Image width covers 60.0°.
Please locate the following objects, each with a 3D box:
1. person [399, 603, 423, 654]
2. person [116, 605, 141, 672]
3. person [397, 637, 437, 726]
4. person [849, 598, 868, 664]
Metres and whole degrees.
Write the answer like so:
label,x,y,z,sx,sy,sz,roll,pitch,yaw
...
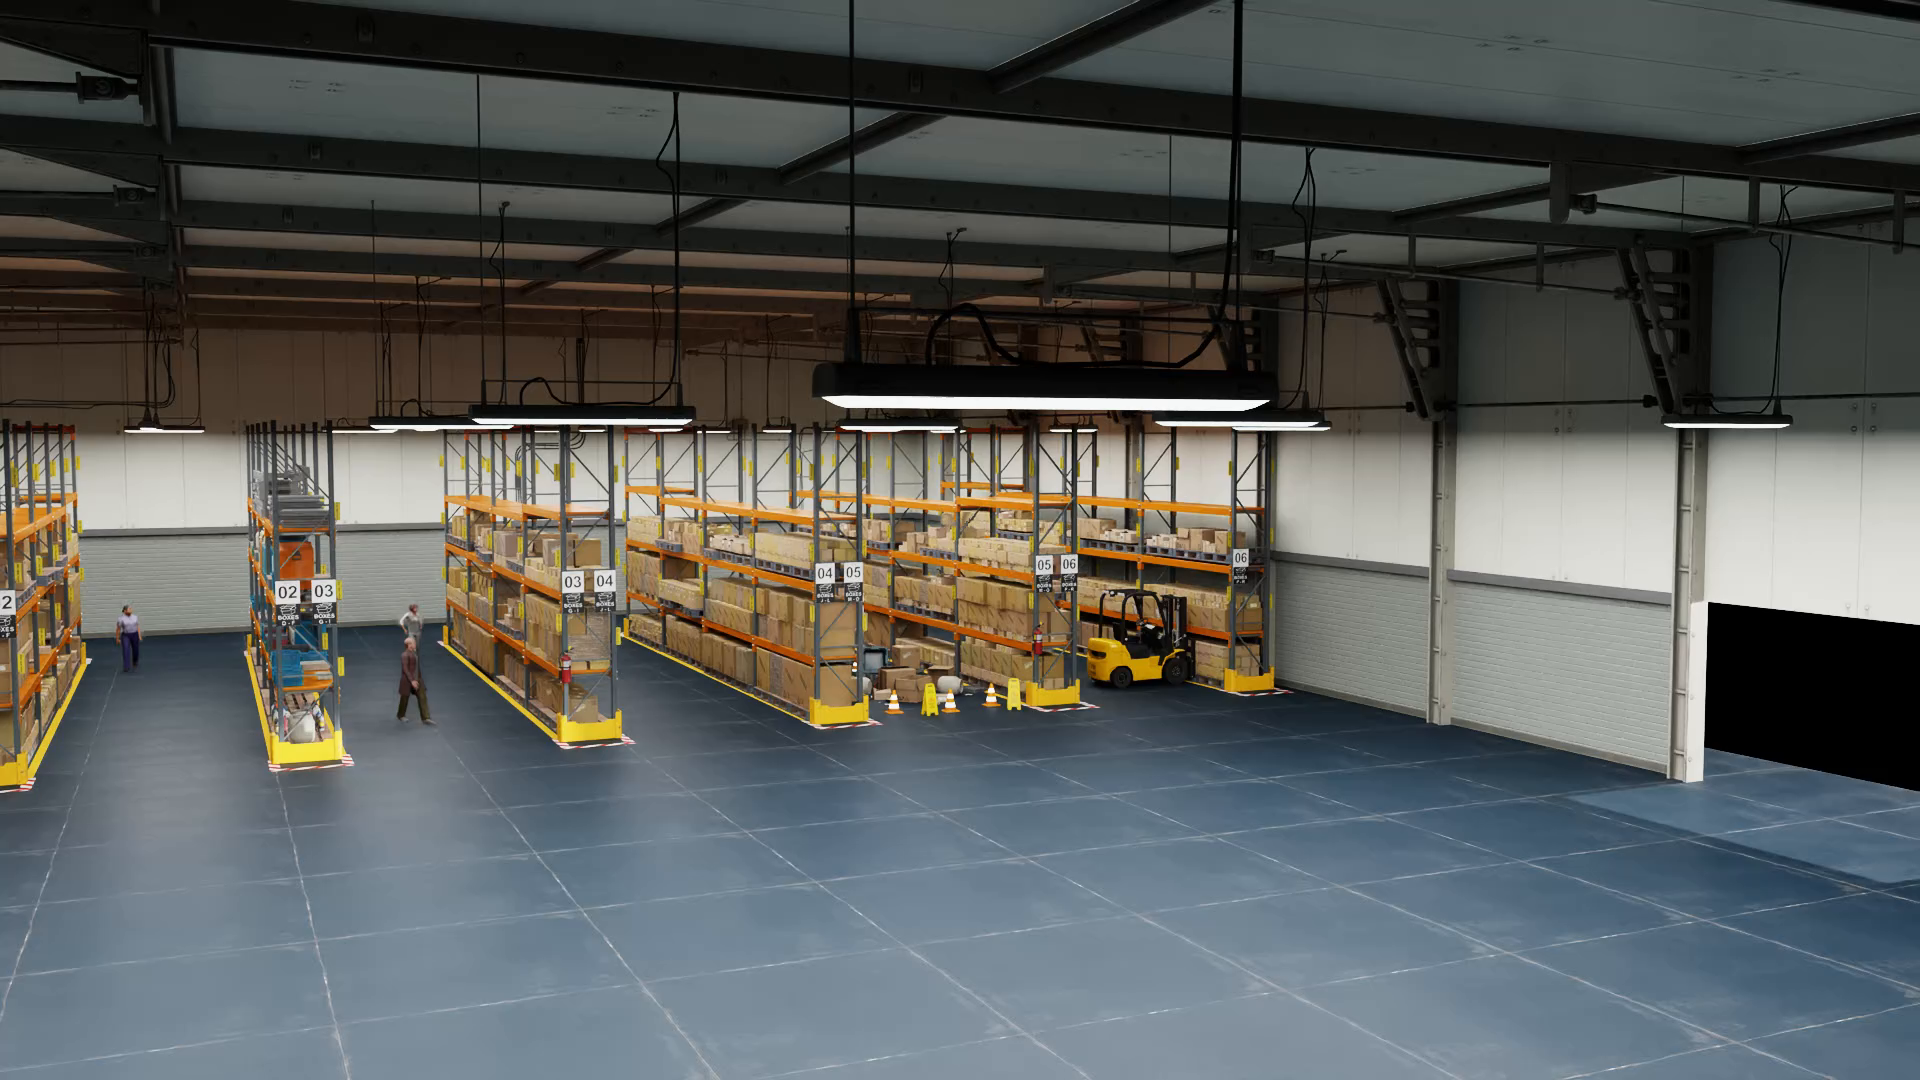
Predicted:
label,x,y,z,sx,sy,sz,roll,pitch,yaw
person,-13.640,2.352,41.358,0.562,1.535,0.902,-1,4,-22
person,-20.299,2.380,40.597,0.550,1.599,0.952,-2,4,-30
person,-10.819,2.785,32.865,1.097,1.720,0.535,4,5,45
person,-2.554,2.225,41.650,0.363,1.787,0.595,-3,4,-36
